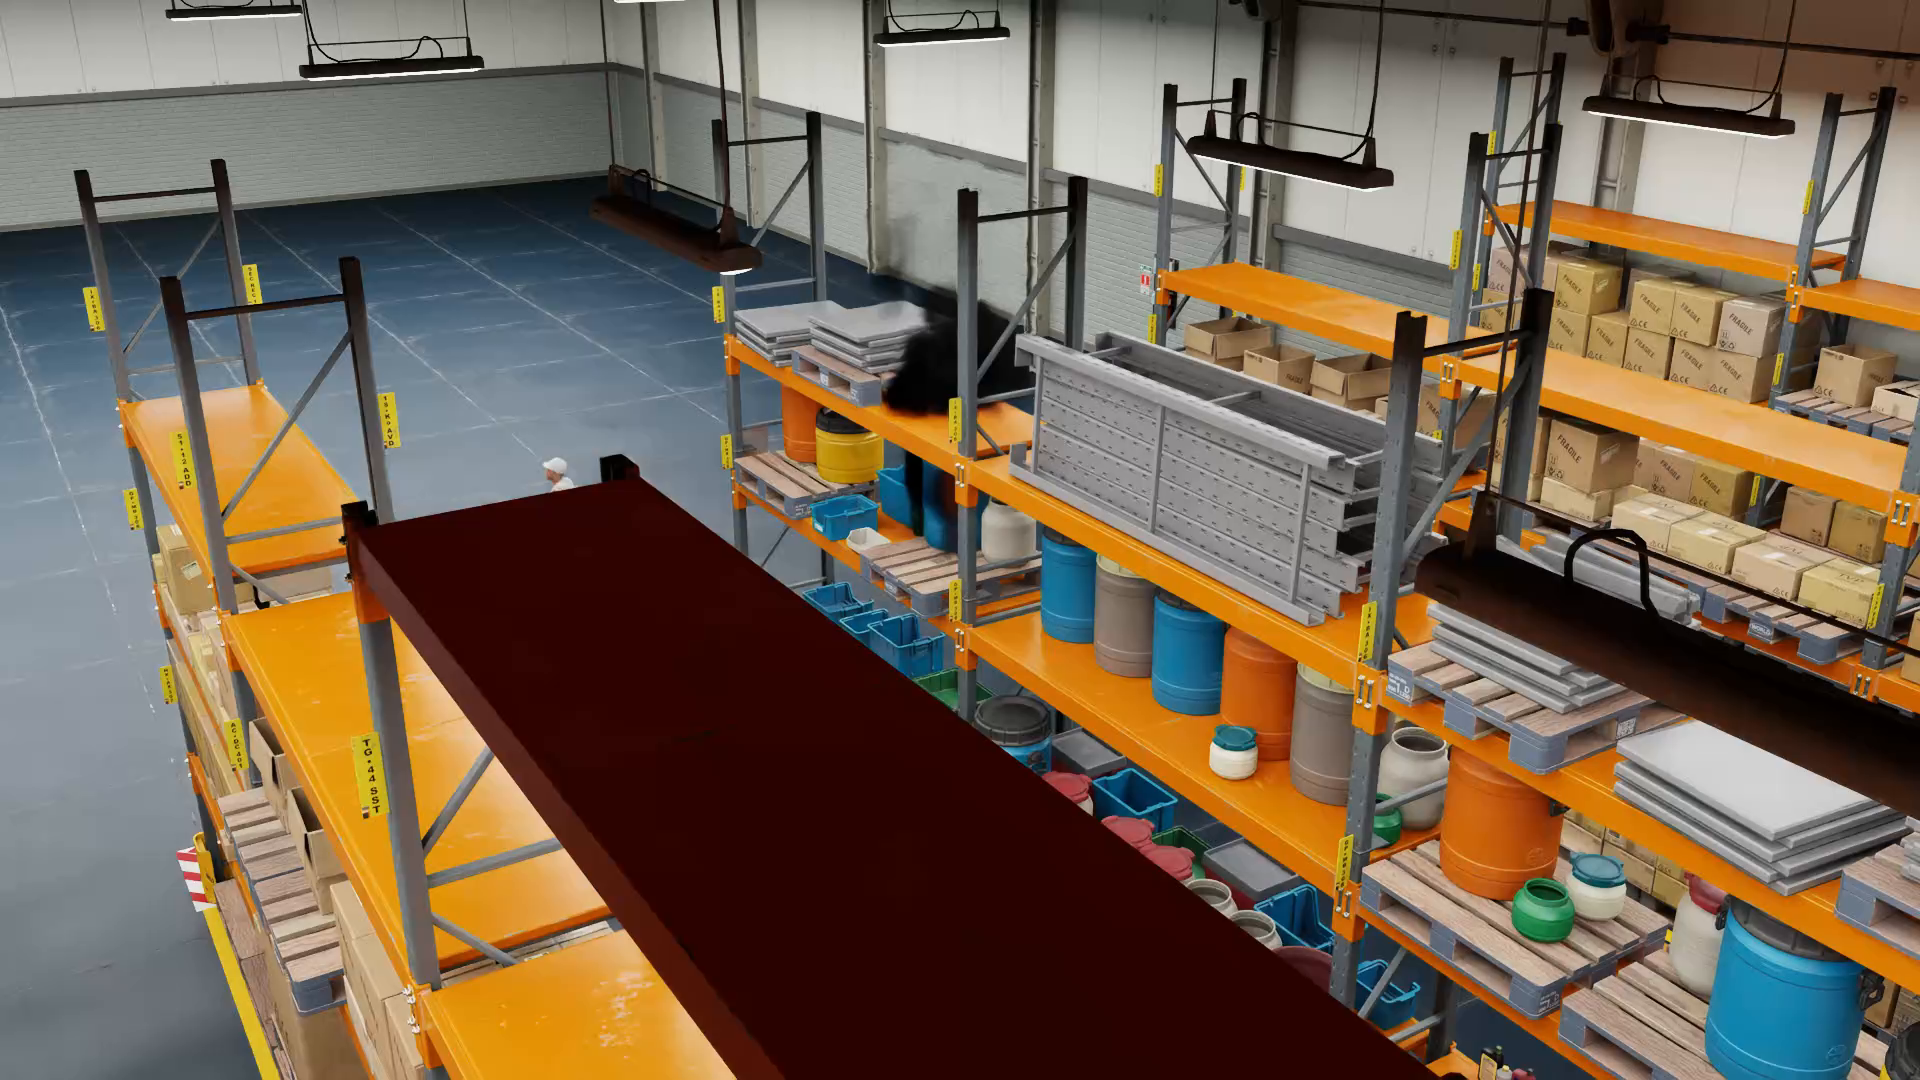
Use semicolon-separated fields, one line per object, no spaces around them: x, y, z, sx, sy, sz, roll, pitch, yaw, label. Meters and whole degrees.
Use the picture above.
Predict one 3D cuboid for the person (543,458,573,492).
-4.654;-0.113;19.317;0.600;1.743;0.692;-2;22;-4;person
